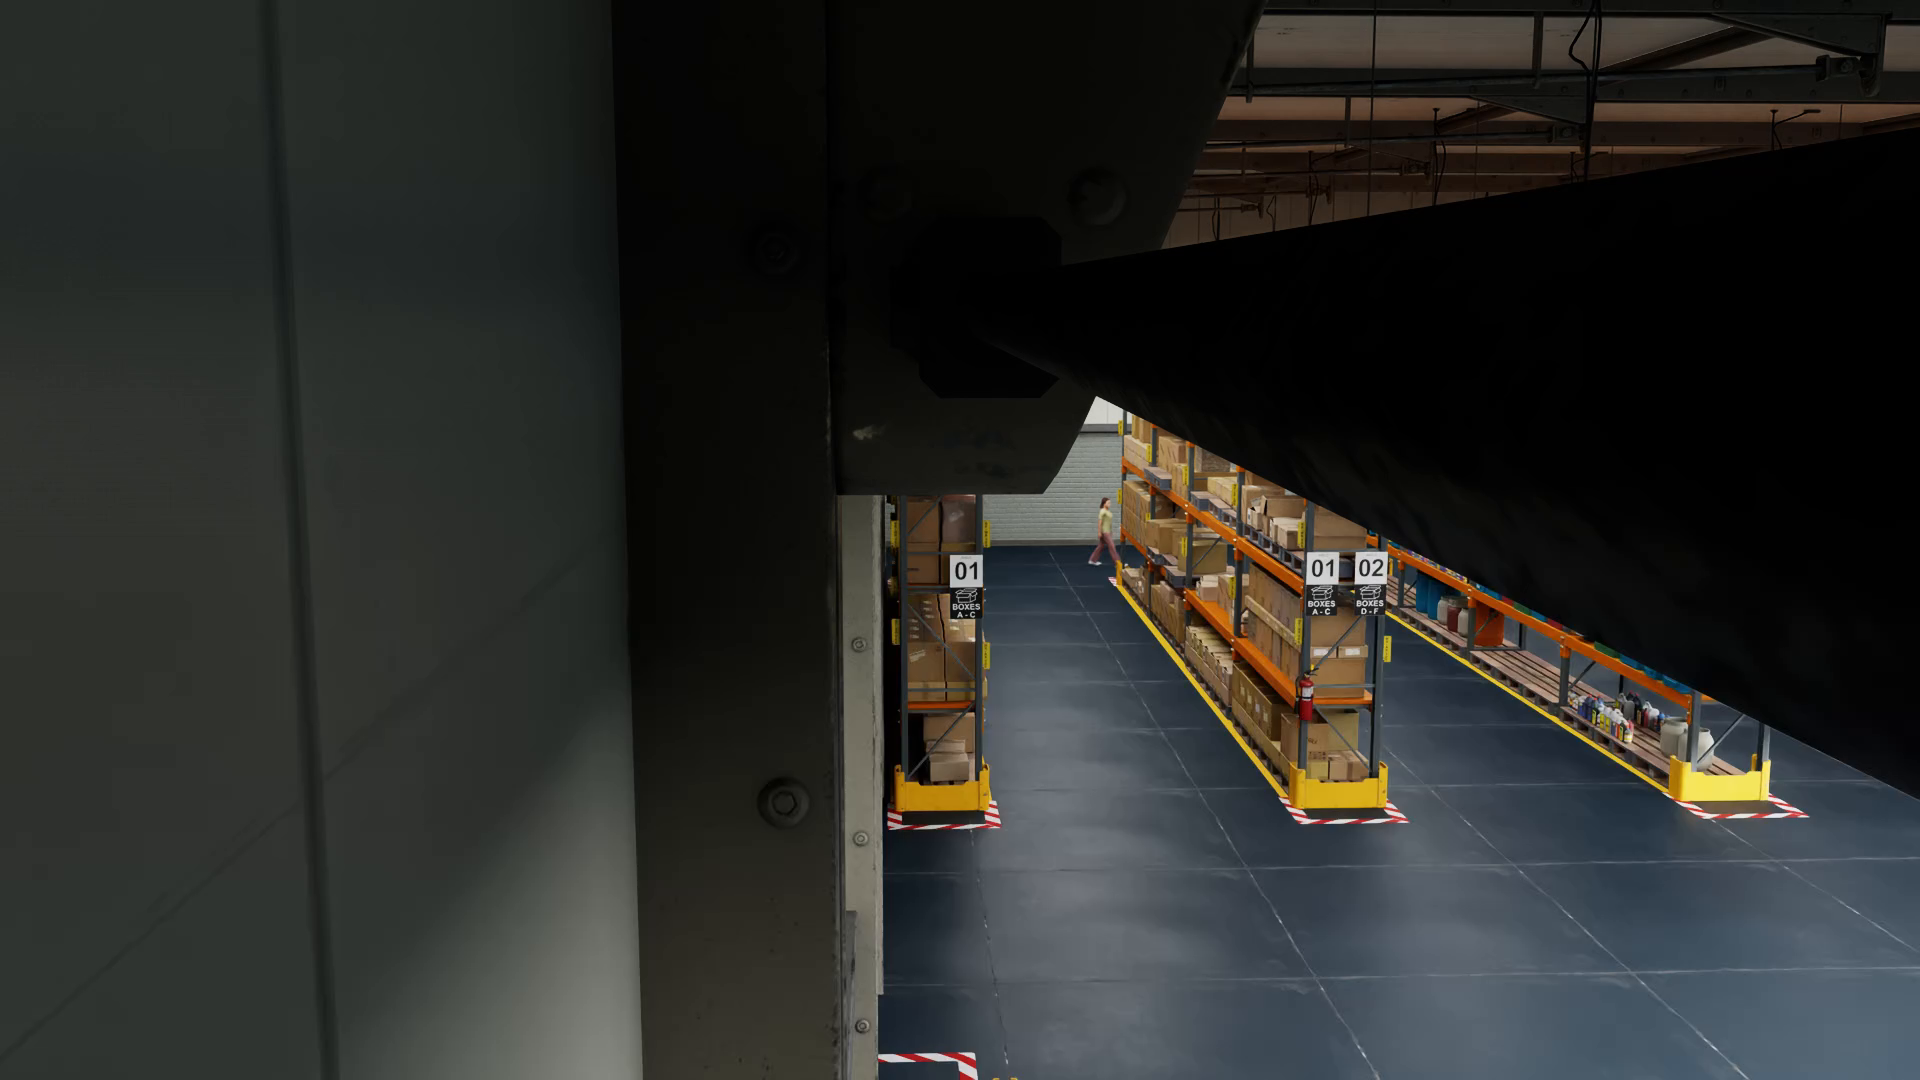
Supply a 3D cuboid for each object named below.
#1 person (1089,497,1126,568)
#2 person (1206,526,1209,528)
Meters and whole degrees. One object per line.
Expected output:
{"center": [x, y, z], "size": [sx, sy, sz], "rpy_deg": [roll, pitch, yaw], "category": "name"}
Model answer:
{"center": [3.449, -0.183, 38.679], "size": [0.950, 1.630, 0.462], "rpy_deg": [3, 9, 21], "category": "person"}
{"center": [6.125, -0.718, 39.771], "size": [0.386, 1.033, 0.522], "rpy_deg": [6, 10, 33], "category": "person"}
